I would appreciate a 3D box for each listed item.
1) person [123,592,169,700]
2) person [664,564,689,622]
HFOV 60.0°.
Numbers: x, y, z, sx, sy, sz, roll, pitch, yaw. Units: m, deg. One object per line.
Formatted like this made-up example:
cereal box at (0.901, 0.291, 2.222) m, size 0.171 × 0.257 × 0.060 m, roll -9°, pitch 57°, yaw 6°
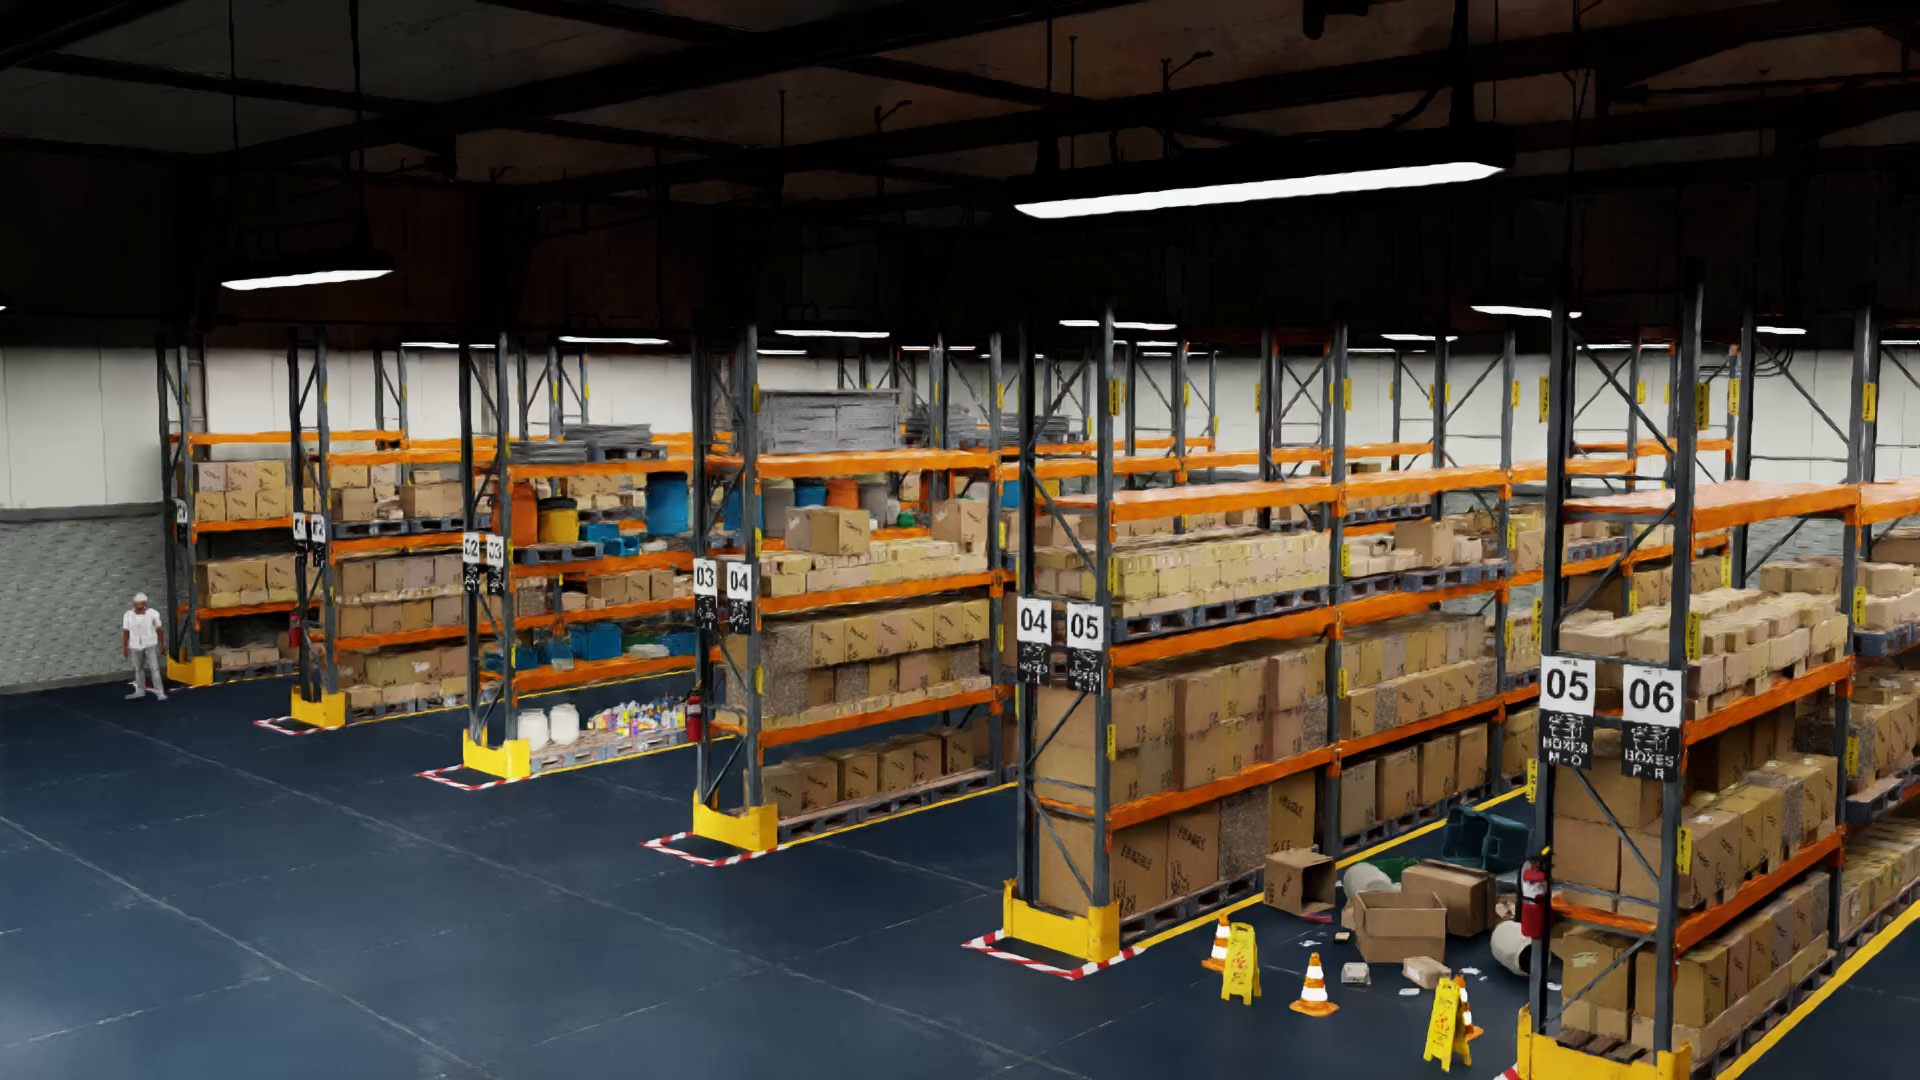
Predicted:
person at (-13.293, 1.728, 27.134) m, size 0.731 × 1.757 × 0.533 m, roll -1°, pitch 5°, yaw -11°
person at (-5.600, 1.267, 32.728) m, size 0.989 × 1.621 × 0.482 m, roll -4°, pitch 7°, yaw -38°
